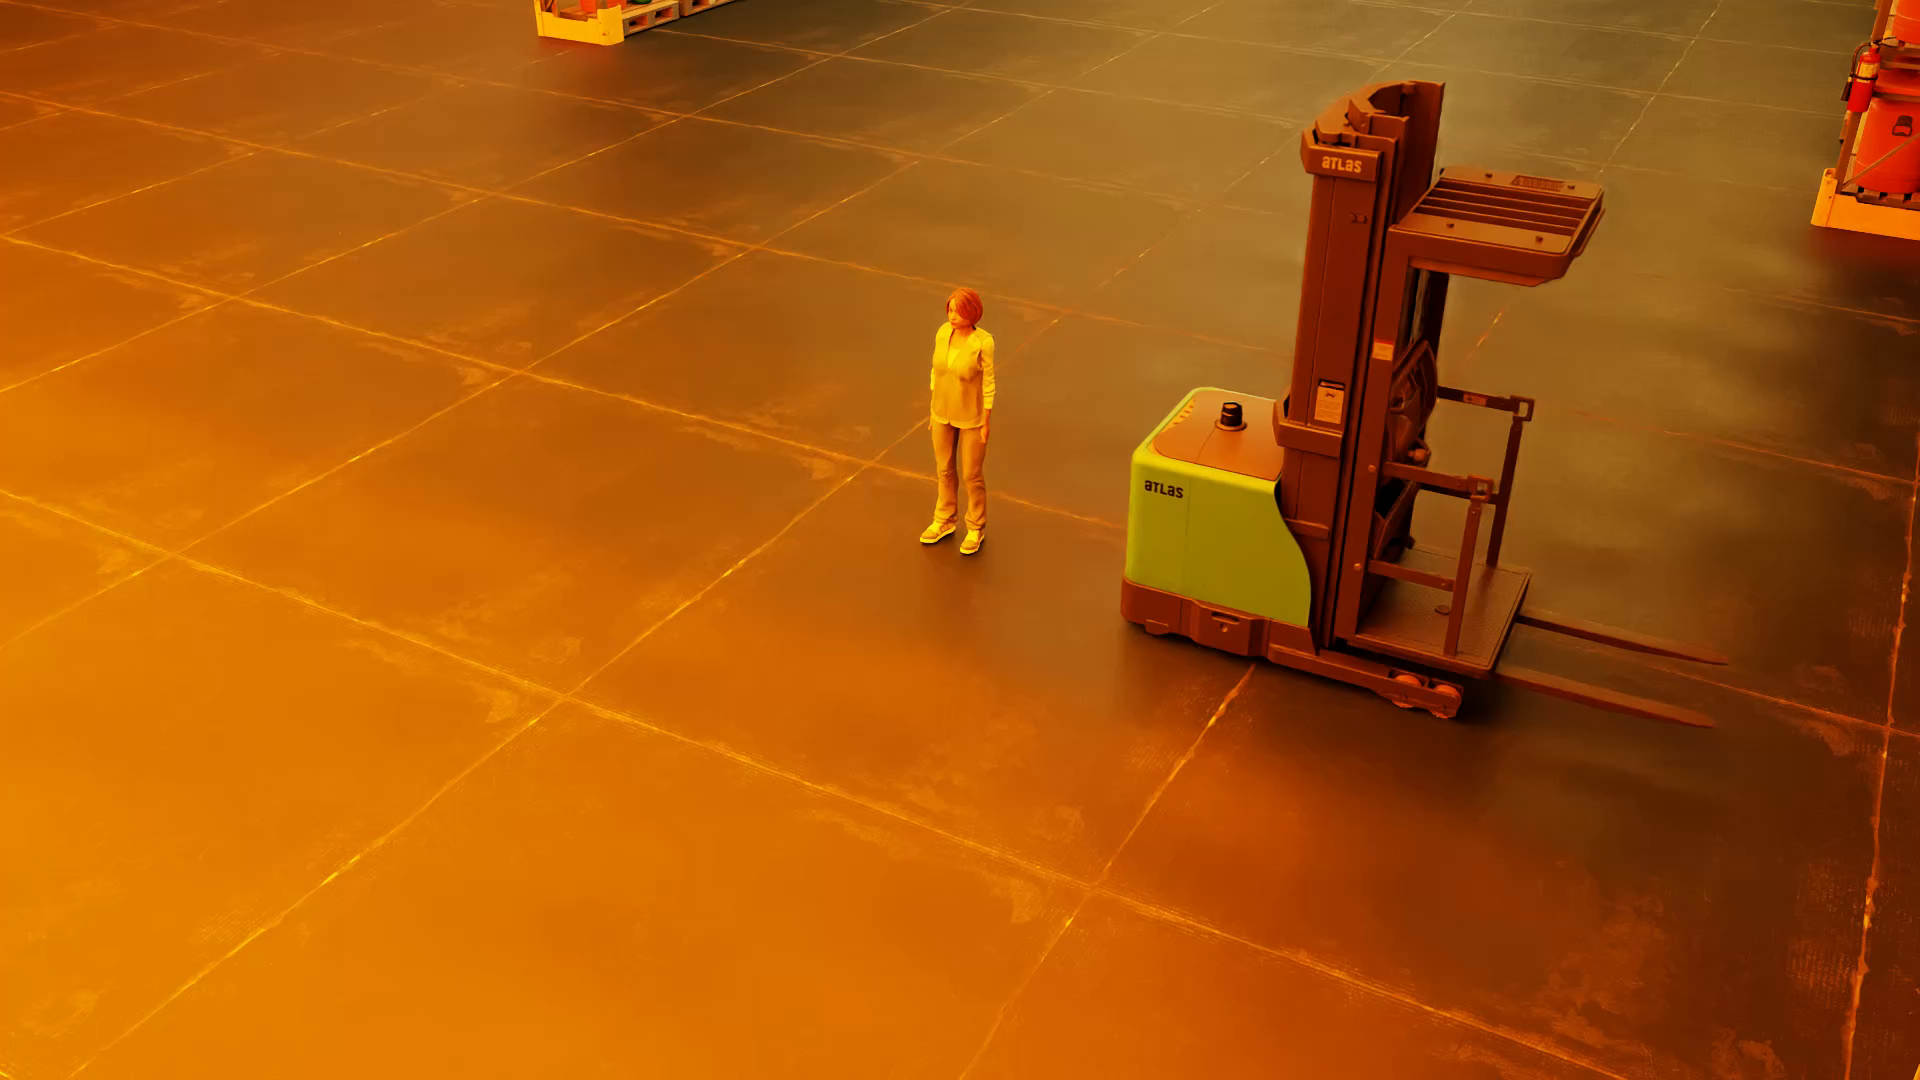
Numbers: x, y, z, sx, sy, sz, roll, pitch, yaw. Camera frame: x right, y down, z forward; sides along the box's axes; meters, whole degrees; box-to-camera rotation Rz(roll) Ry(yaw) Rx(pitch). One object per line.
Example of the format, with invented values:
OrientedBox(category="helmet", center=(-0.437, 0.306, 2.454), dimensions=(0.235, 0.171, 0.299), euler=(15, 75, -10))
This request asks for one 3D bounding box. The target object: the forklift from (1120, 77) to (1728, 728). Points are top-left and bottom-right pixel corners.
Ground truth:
OrientedBox(category="forklift", center=(2.433, -0.670, 8.231), dimensions=(3.031, 2.935, 1.130), euler=(14, 33, 23))

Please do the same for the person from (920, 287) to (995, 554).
OrientedBox(category="person", center=(-0.001, -0.692, 9.603), dimensions=(0.402, 1.601, 0.326), euler=(15, 33, 25))
